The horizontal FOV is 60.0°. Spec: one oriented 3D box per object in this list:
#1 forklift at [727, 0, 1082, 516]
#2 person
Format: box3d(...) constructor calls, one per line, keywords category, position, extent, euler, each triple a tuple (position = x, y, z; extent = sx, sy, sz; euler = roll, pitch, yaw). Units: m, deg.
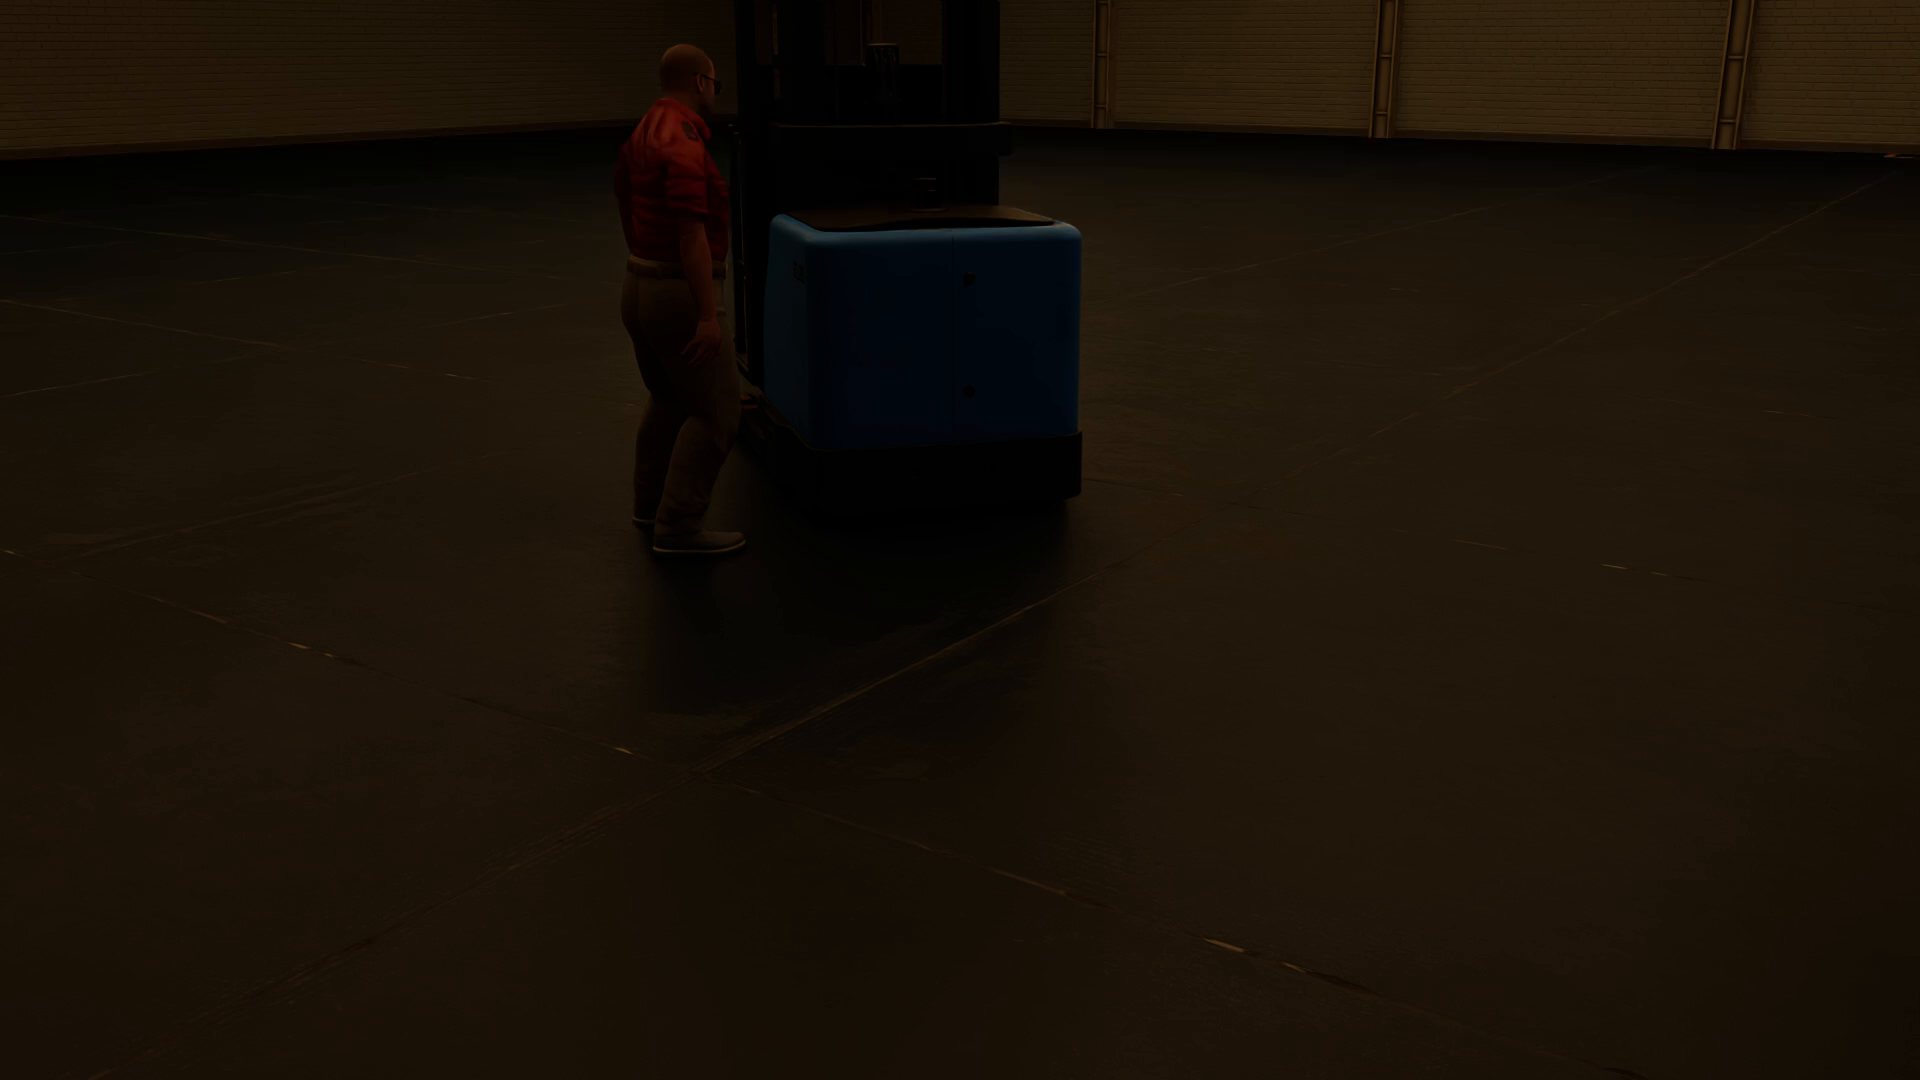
box3d(category="forklift", position=(-0.441, -1.873, 7.096), extent=(1.130, 2.935, 3.031), euler=(-5, 17, -15))
box3d(category="person", position=(-0.954, -0.810, 5.691), extent=(0.393, 1.703, 0.818), euler=(-10, 19, -31))
